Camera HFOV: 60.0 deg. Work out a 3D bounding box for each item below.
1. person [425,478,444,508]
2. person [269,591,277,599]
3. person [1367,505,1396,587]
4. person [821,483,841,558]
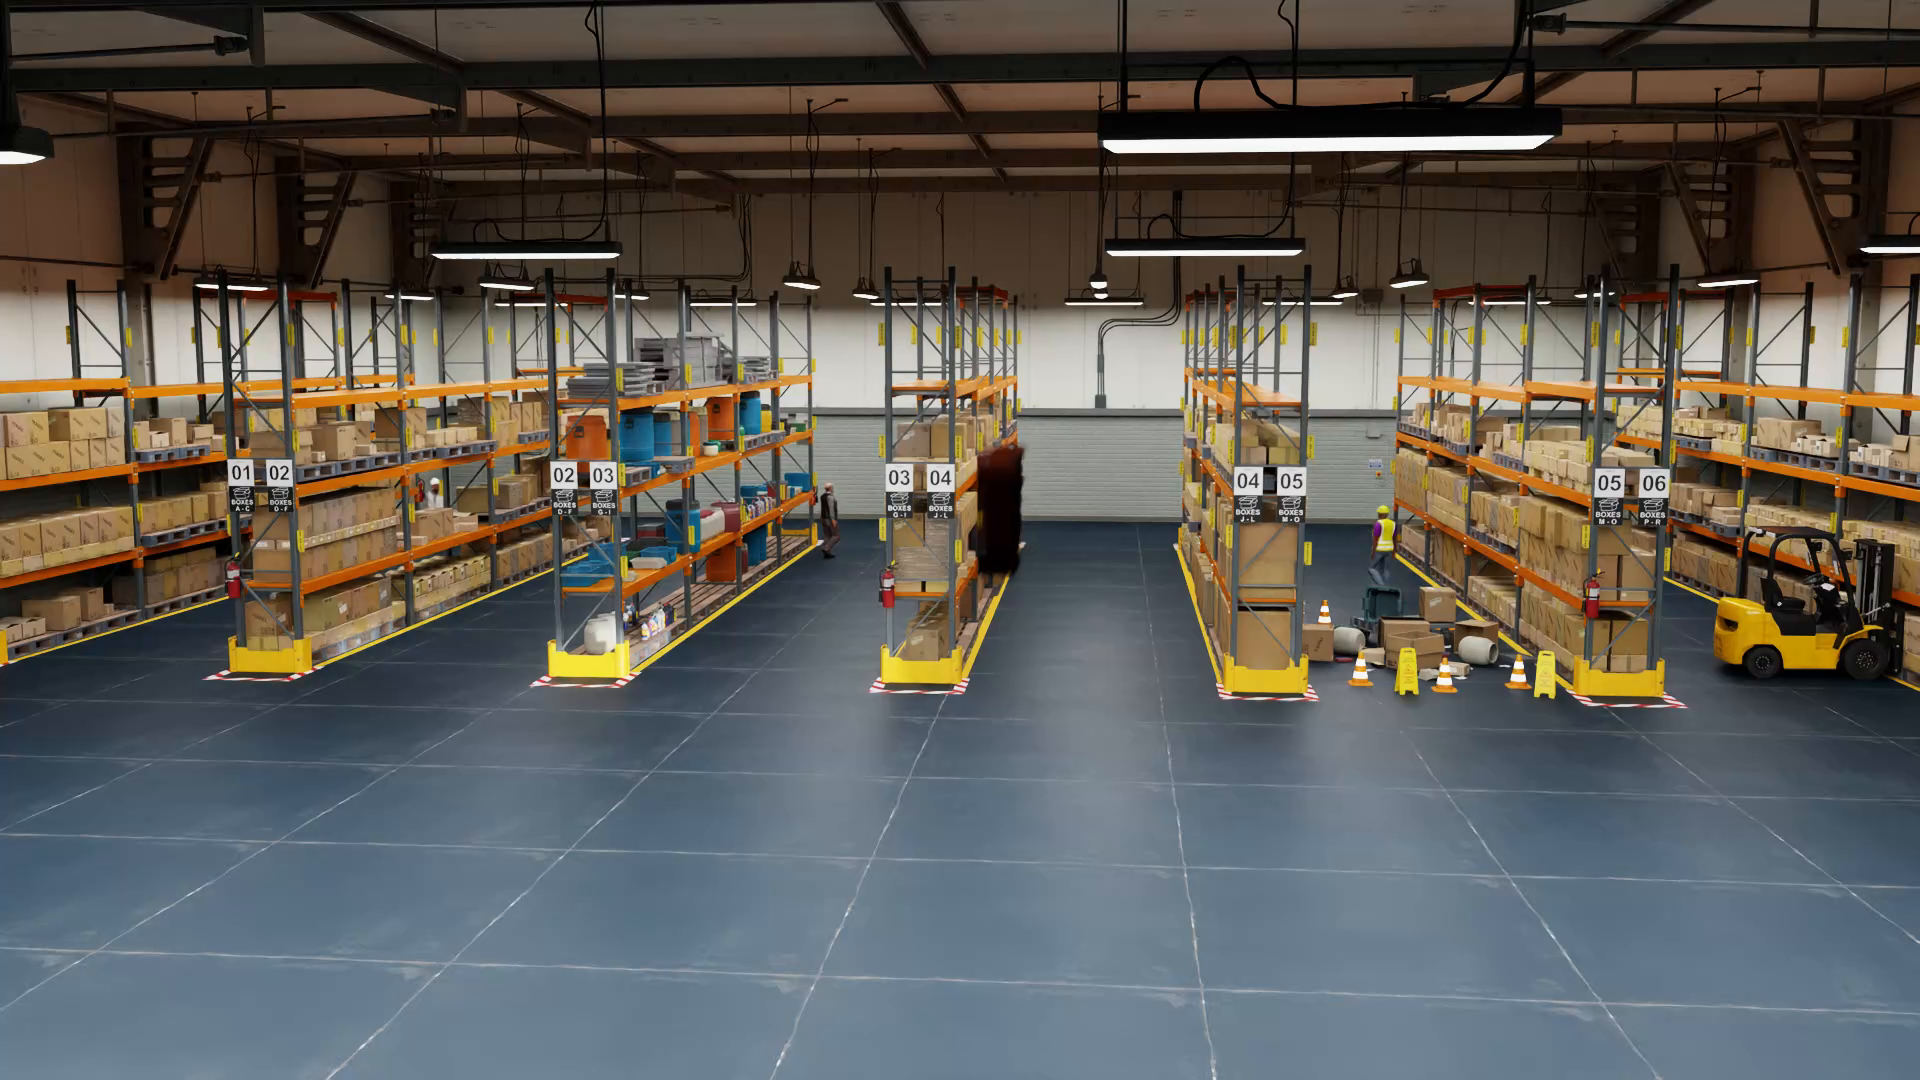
[{"bbox_3d":[-12.280,-0.617,39.168,0.548,1.732,0.948,0,7,2],"label":"person"},{"bbox_3d":[-12.839,0.365,31.377,0.596,1.616,1.051,-1,7,-4],"label":"person"},{"bbox_3d":[8.217,0.213,32.260,0.616,1.767,0.467,-4,8,-28],"label":"person"},{"bbox_3d":[-3.000,-0.438,37.793,0.478,1.724,0.567,-4,8,-30],"label":"person"}]
